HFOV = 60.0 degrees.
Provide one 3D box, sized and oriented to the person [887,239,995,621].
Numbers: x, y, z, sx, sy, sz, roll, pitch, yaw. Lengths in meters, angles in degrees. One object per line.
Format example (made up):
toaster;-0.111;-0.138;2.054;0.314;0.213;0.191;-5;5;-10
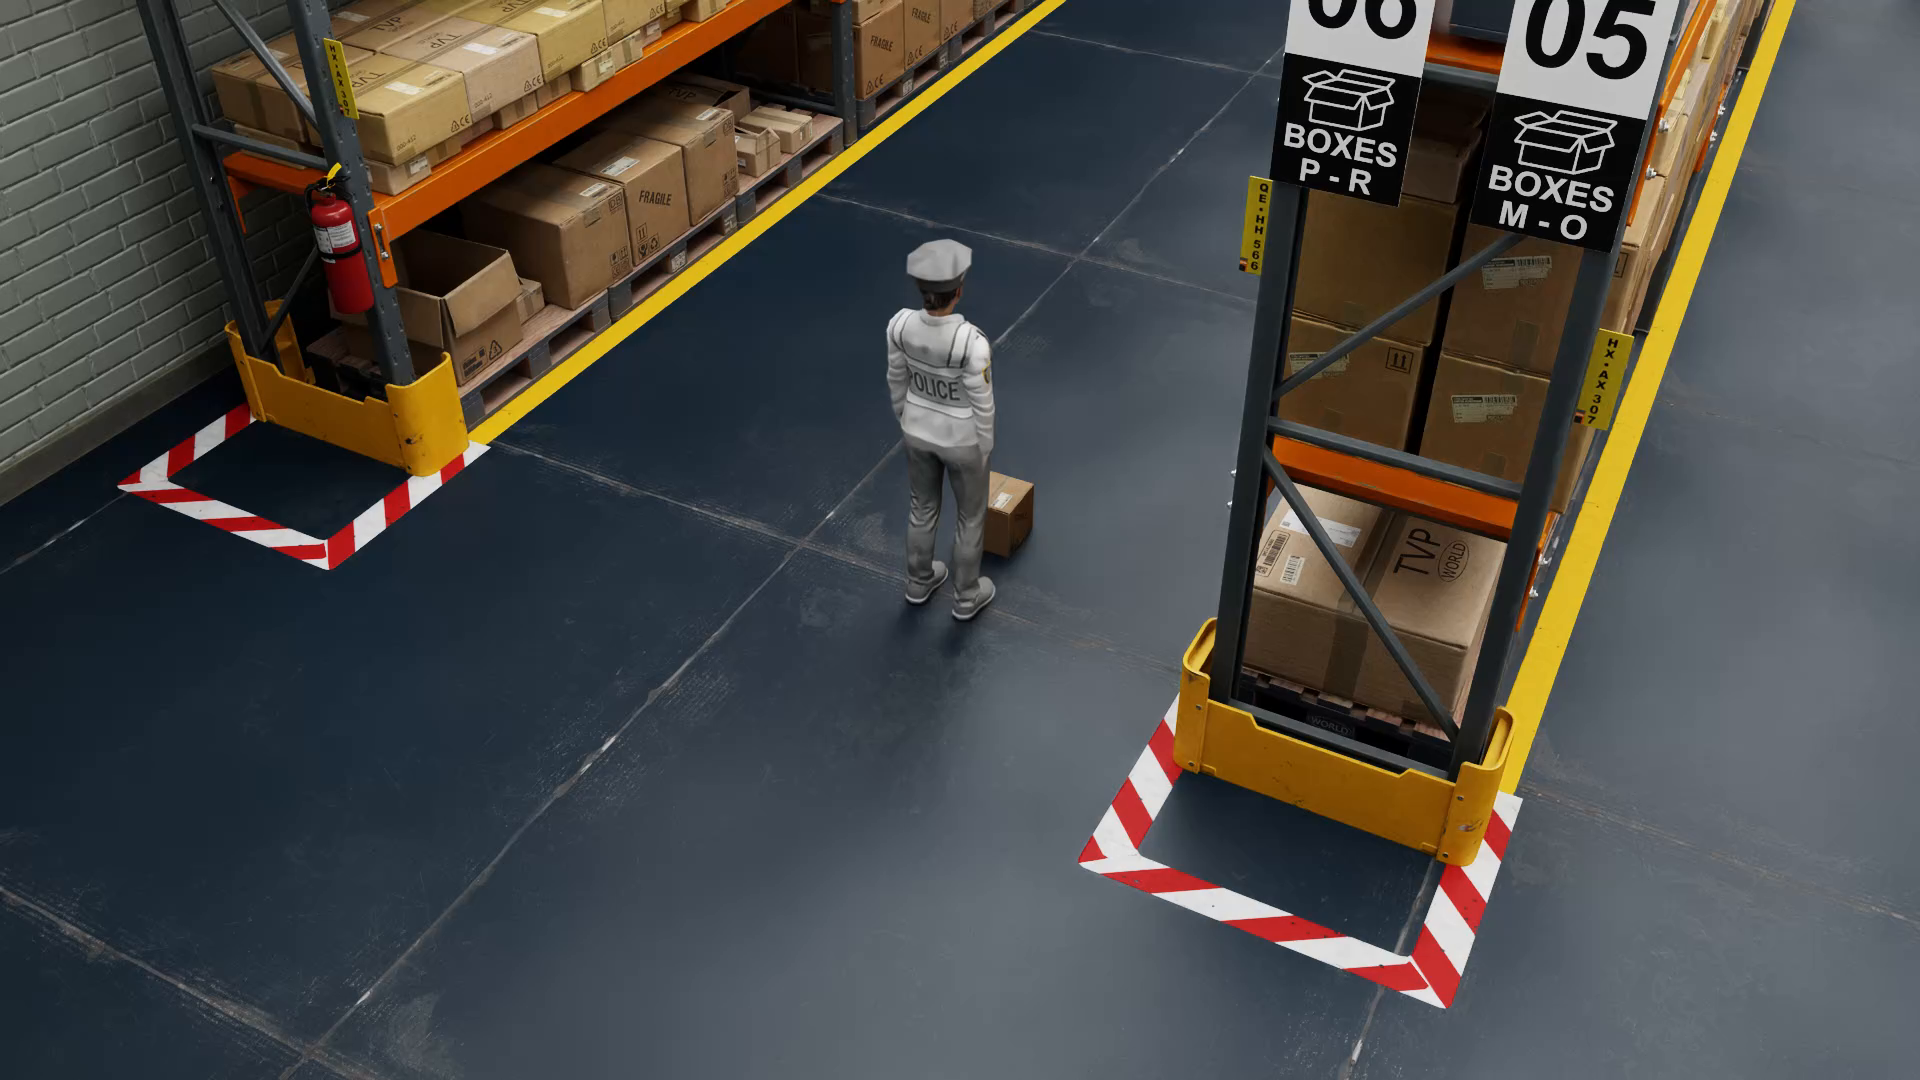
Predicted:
person;-0.063;-0.422;6.692;0.469;1.663;0.329;19;42;22
